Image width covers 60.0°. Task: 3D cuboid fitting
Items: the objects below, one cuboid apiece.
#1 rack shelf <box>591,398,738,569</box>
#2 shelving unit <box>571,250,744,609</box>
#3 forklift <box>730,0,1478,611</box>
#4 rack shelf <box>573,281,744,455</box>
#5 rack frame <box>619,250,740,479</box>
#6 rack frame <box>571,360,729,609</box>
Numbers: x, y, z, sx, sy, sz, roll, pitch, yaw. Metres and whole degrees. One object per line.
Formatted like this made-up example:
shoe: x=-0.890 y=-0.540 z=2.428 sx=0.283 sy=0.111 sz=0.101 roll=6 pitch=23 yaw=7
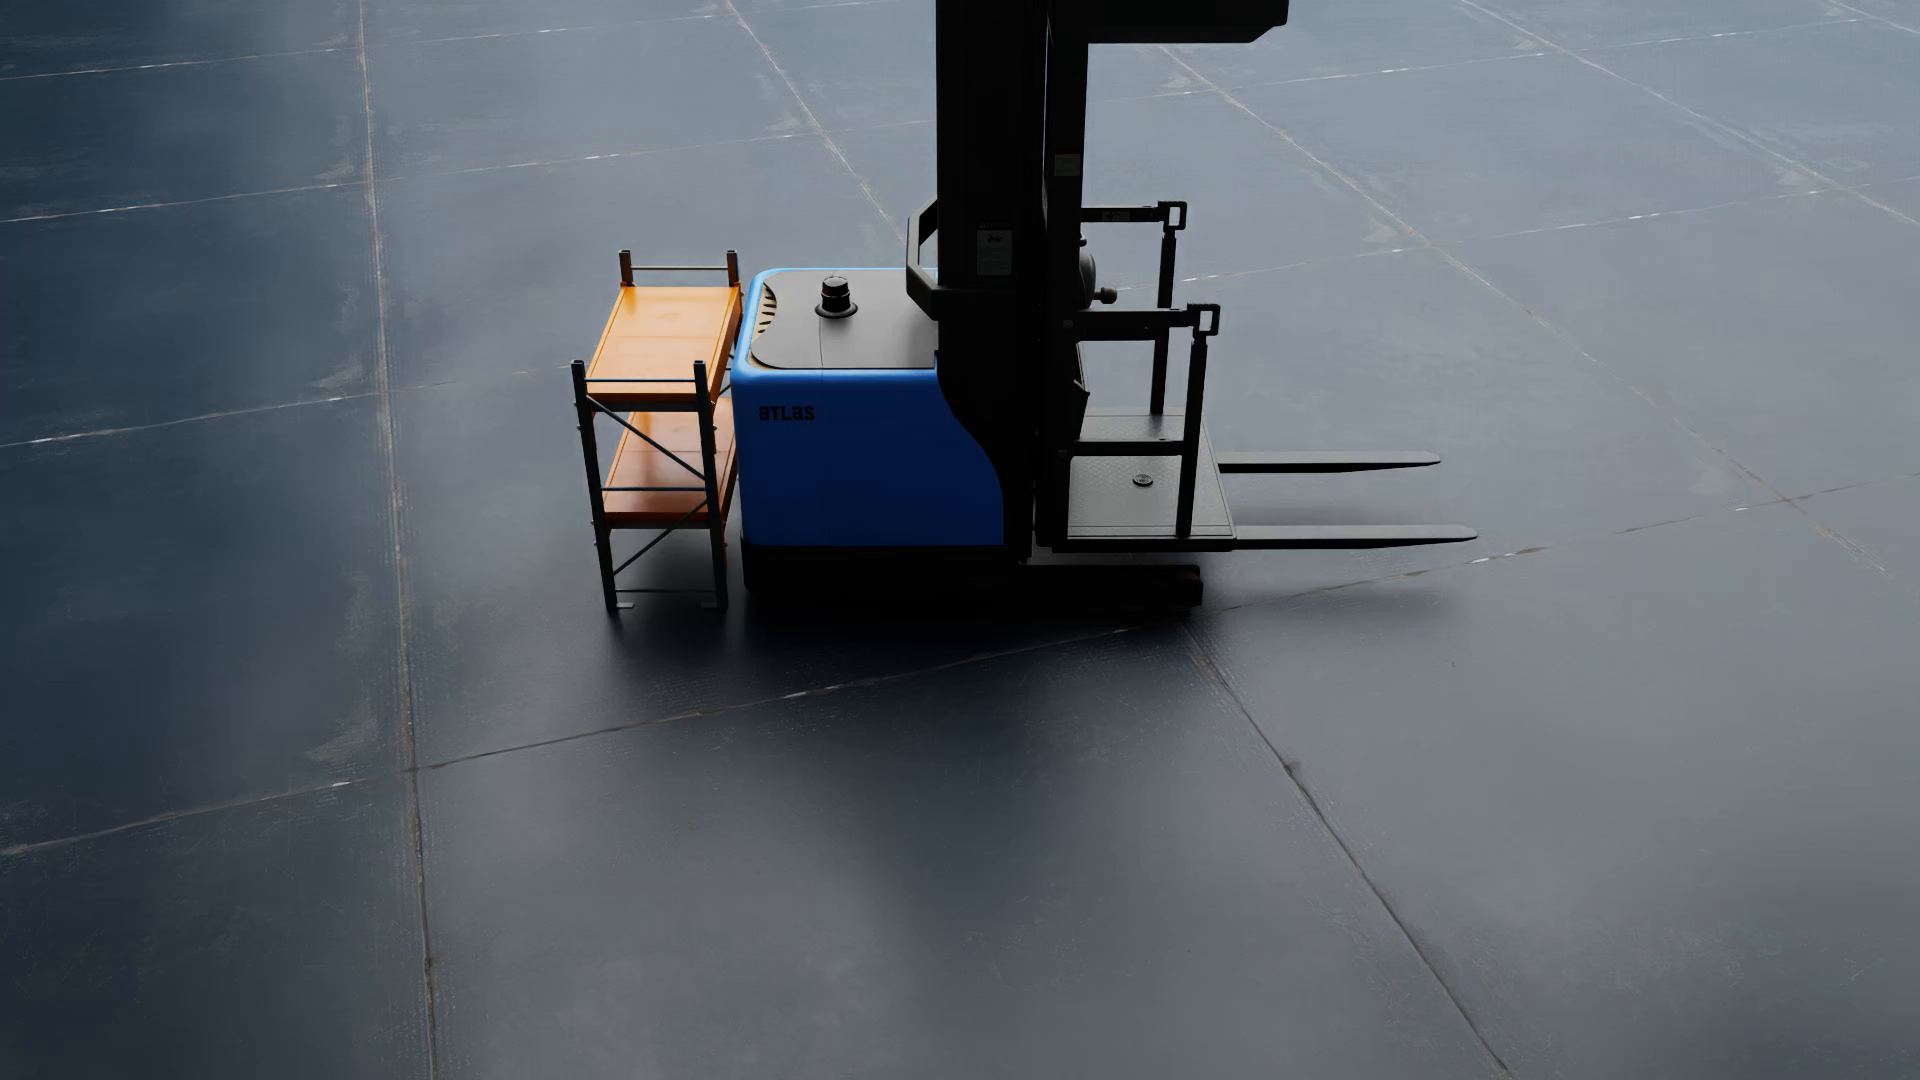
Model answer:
rack shelf: x=-1.201 y=-0.273 z=7.087 sx=0.538 sy=0.278 sz=1.000 roll=0 pitch=33 yaw=0
shelving unit: x=-1.201 y=-0.477 z=6.952 sx=0.538 sy=1.125 sz=1.048 roll=0 pitch=33 yaw=0
forklift: x=0.622 y=-1.226 z=6.446 sx=3.031 sy=2.935 sz=1.130 roll=0 pitch=33 yaw=0
rack shelf: x=-1.201 y=-0.722 z=6.791 sx=0.538 sy=0.278 sz=1.000 roll=0 pitch=33 yaw=0
rack frame: x=-1.198 y=-0.758 z=7.376 sx=0.500 sy=1.125 sz=0.032 roll=0 pitch=33 yaw=0
rack frame: x=-1.203 y=-0.197 z=6.528 sx=0.500 sy=1.125 sz=0.032 roll=0 pitch=33 yaw=0
